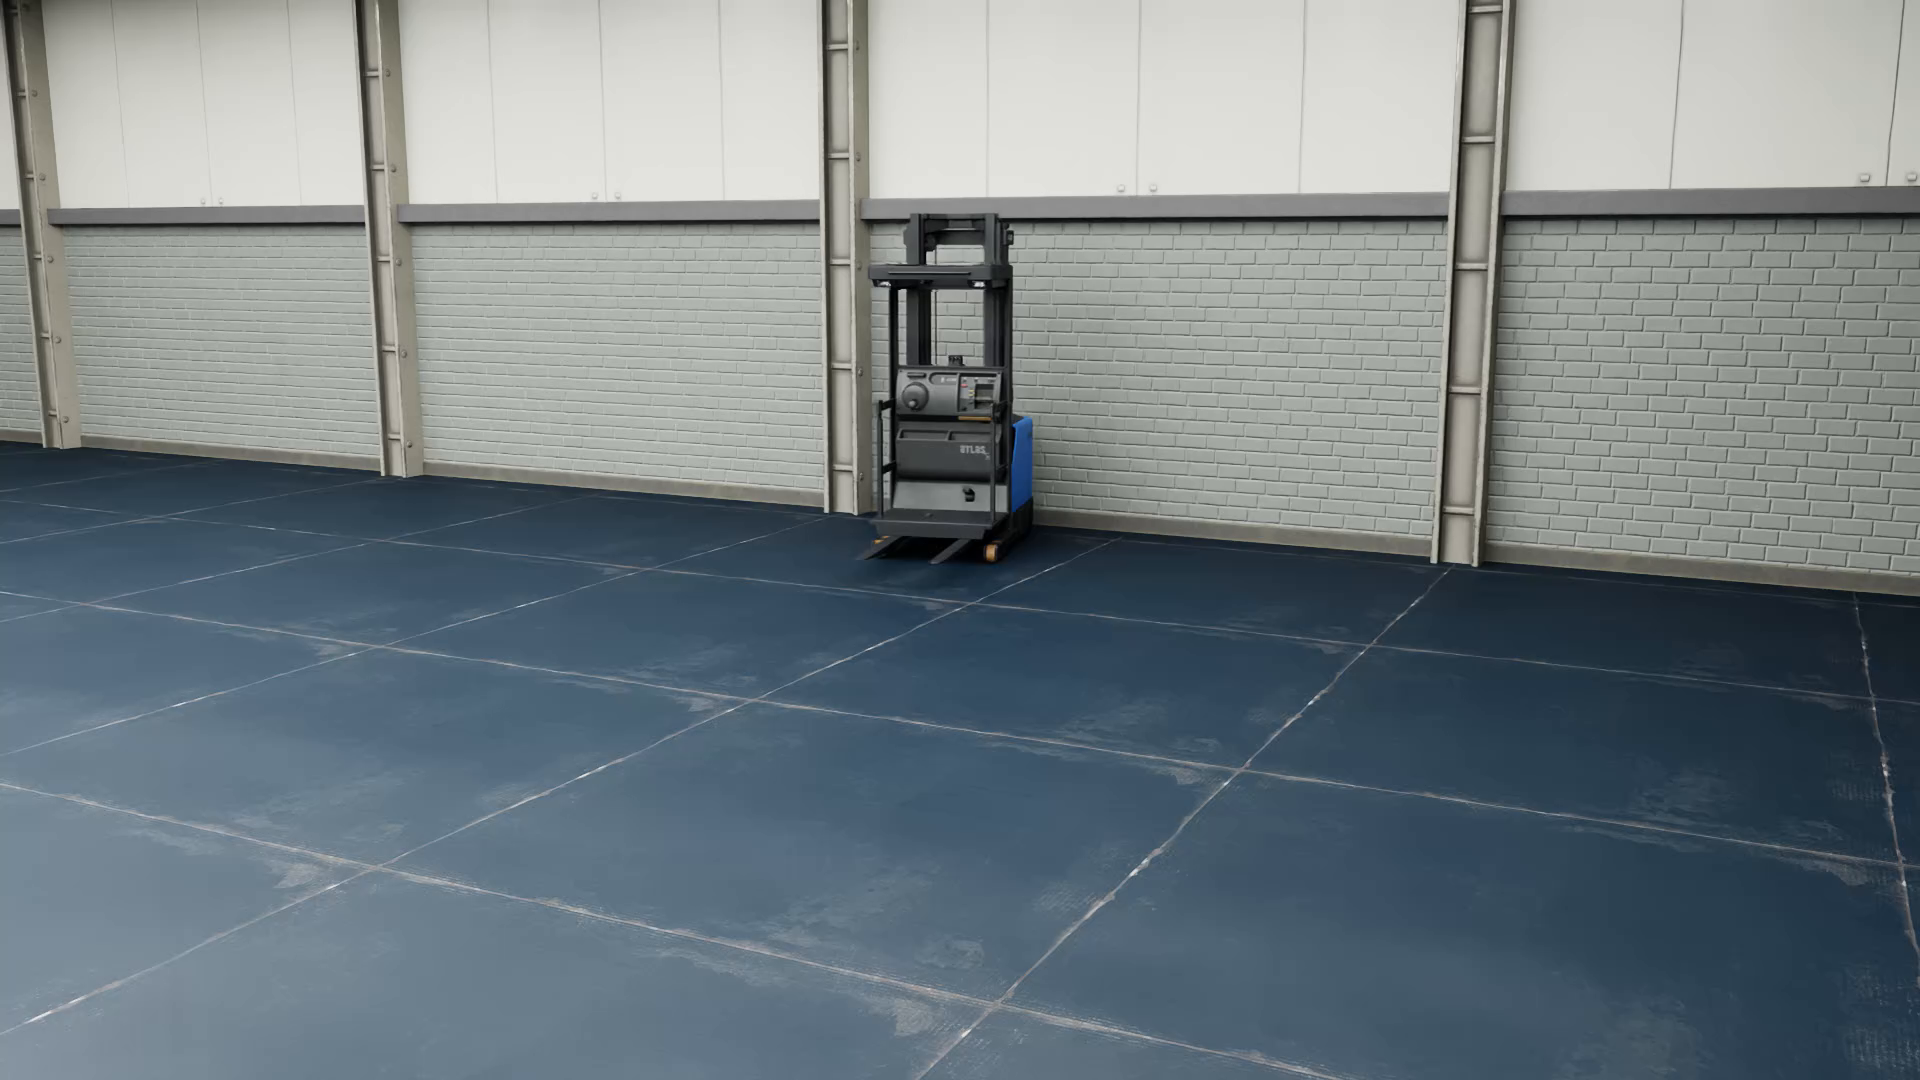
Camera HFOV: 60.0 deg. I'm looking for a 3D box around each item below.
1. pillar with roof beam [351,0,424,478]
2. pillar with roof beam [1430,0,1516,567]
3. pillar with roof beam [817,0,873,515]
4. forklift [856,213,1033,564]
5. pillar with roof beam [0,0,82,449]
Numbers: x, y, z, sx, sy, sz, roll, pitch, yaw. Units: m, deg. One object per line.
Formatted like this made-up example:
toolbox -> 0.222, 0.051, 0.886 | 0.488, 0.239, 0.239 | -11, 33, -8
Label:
pillar with roof beam -> -8.414, -4.502, 14.837 | 0.400, 9.000, 9.100 | 5, 11, 26
pillar with roof beam -> 2.347, -3.556, 9.612 | 0.400, 9.000, 9.100 | 5, 11, 26
pillar with roof beam -> -3.033, -4.029, 12.225 | 0.400, 9.000, 9.100 | 5, 11, 26
forklift -> -0.144, -1.317, 14.277 | 1.130, 2.935, 3.031 | 2, 11, 13
pillar with roof beam -> -13.795, -4.975, 17.449 | 0.400, 9.000, 9.100 | 5, 11, 26
